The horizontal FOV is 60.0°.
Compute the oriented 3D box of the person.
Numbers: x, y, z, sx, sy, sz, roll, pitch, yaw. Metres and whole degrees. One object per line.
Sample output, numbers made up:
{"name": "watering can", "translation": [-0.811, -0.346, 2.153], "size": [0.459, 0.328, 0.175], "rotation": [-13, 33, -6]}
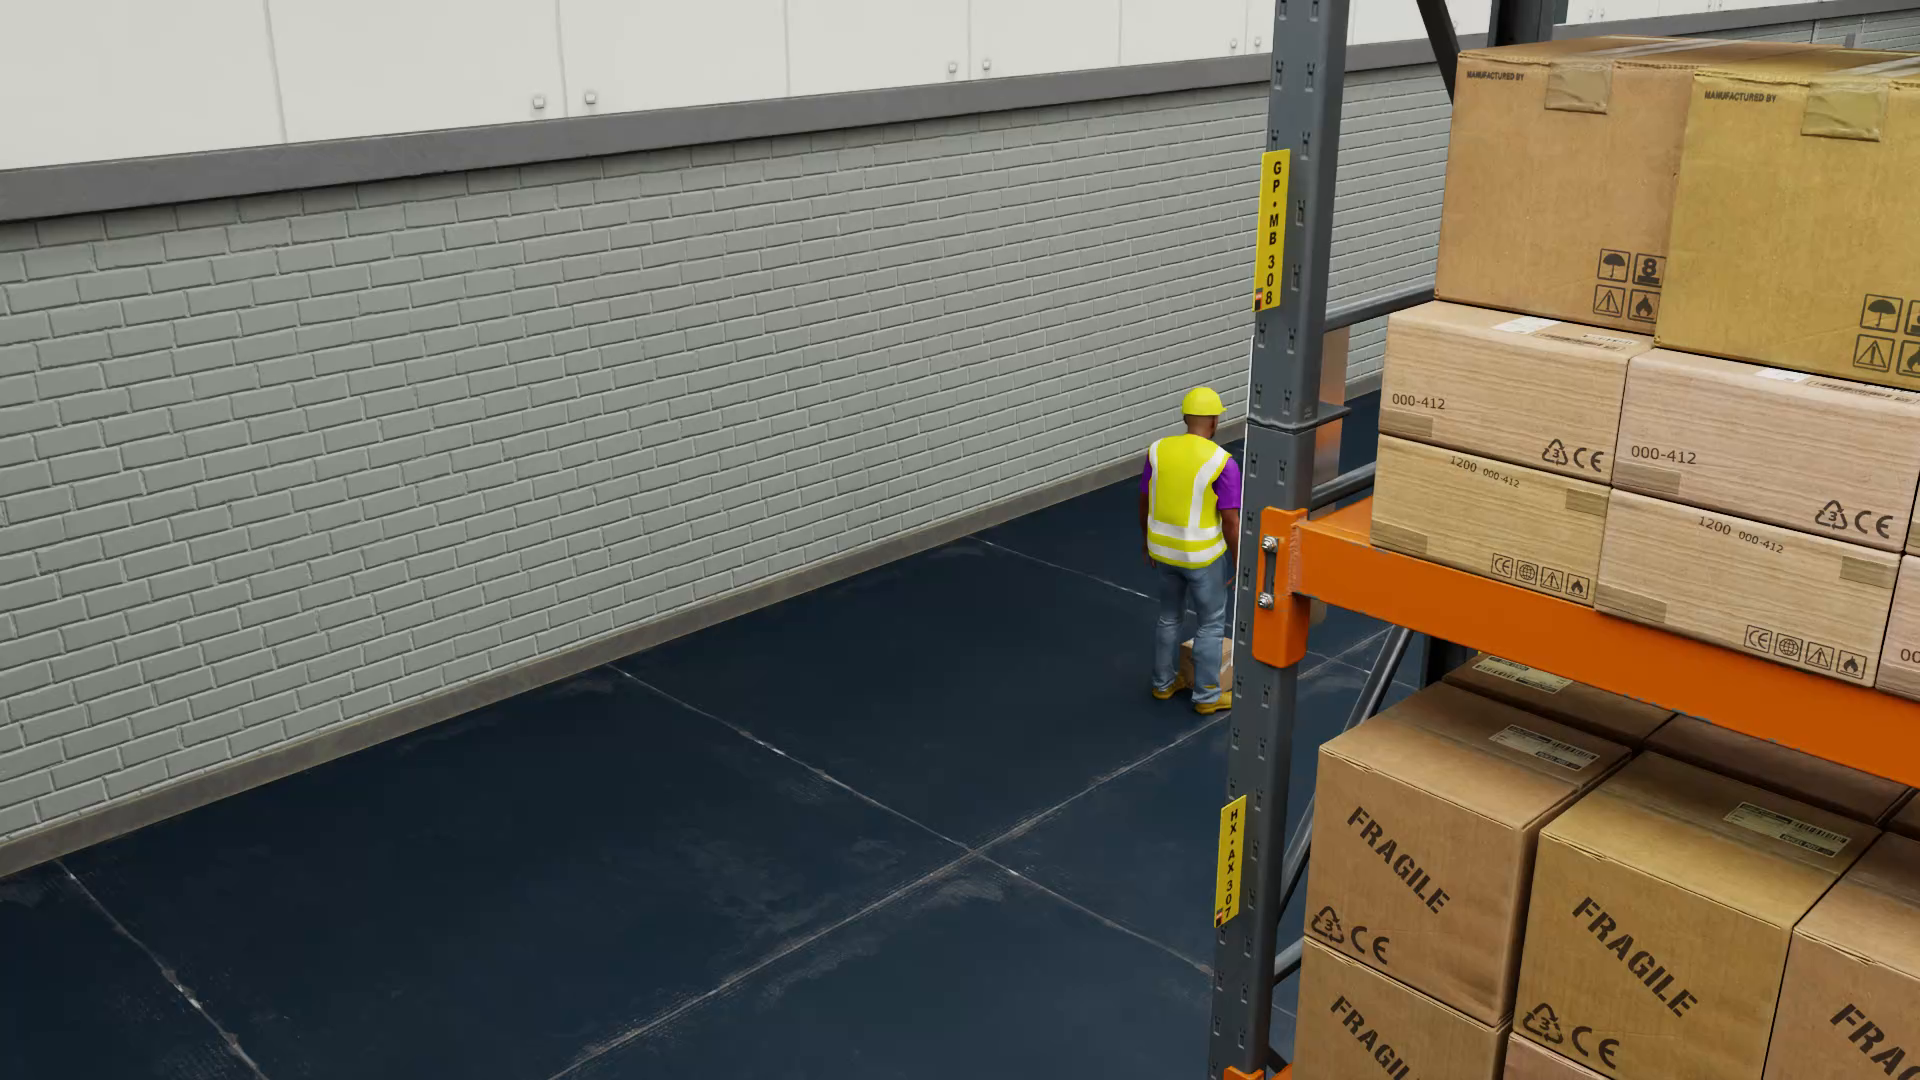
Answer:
{"name": "person", "translation": [1.247, 0.050, 8.920], "size": [0.632, 1.759, 0.461], "rotation": [17, 26, 38]}
